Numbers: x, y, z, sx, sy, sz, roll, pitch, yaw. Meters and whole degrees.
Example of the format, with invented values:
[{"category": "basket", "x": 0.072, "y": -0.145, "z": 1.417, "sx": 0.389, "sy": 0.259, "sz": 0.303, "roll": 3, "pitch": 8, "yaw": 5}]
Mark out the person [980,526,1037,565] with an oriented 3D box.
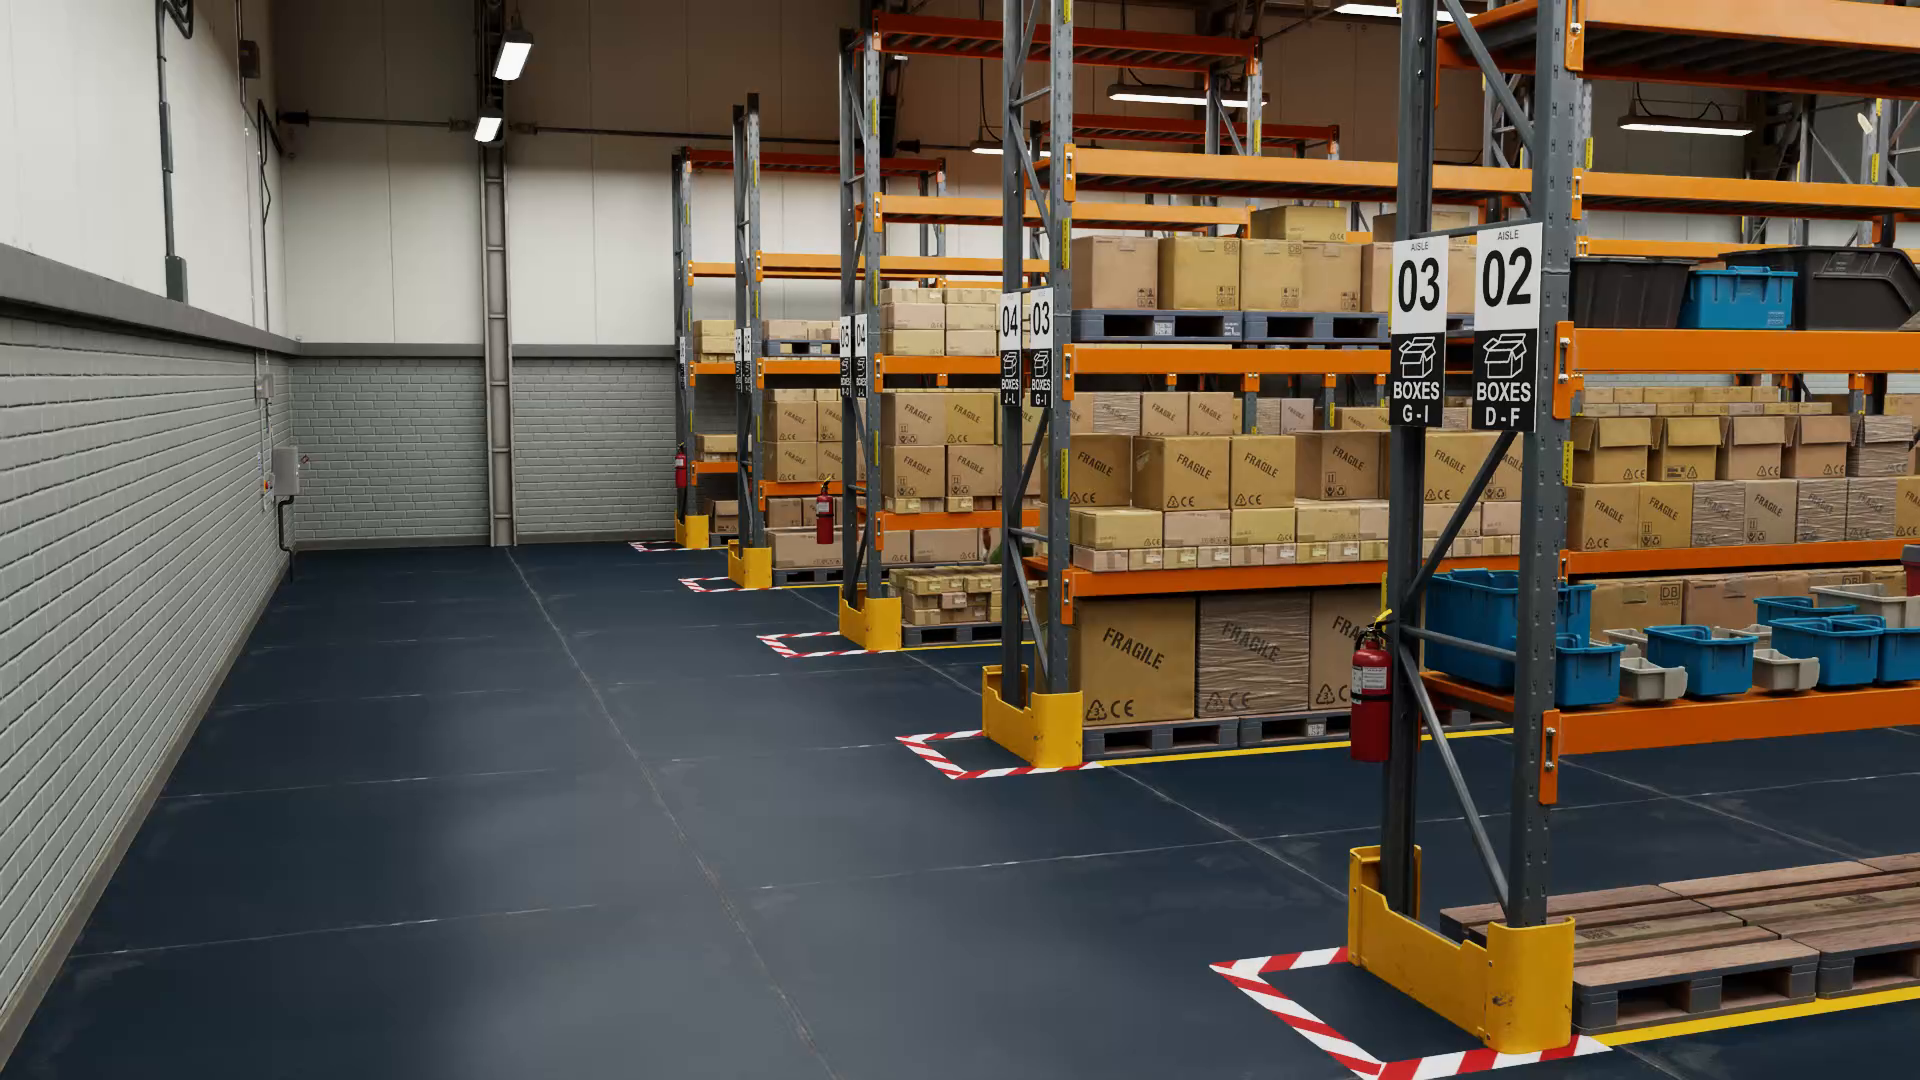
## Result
[{"category": "person", "x": 0.559, "y": 0.061, "z": 19.107, "sx": 0.585, "sy": 1.354, "sz": 0.793, "roll": -2, "pitch": 6, "yaw": -19}]
